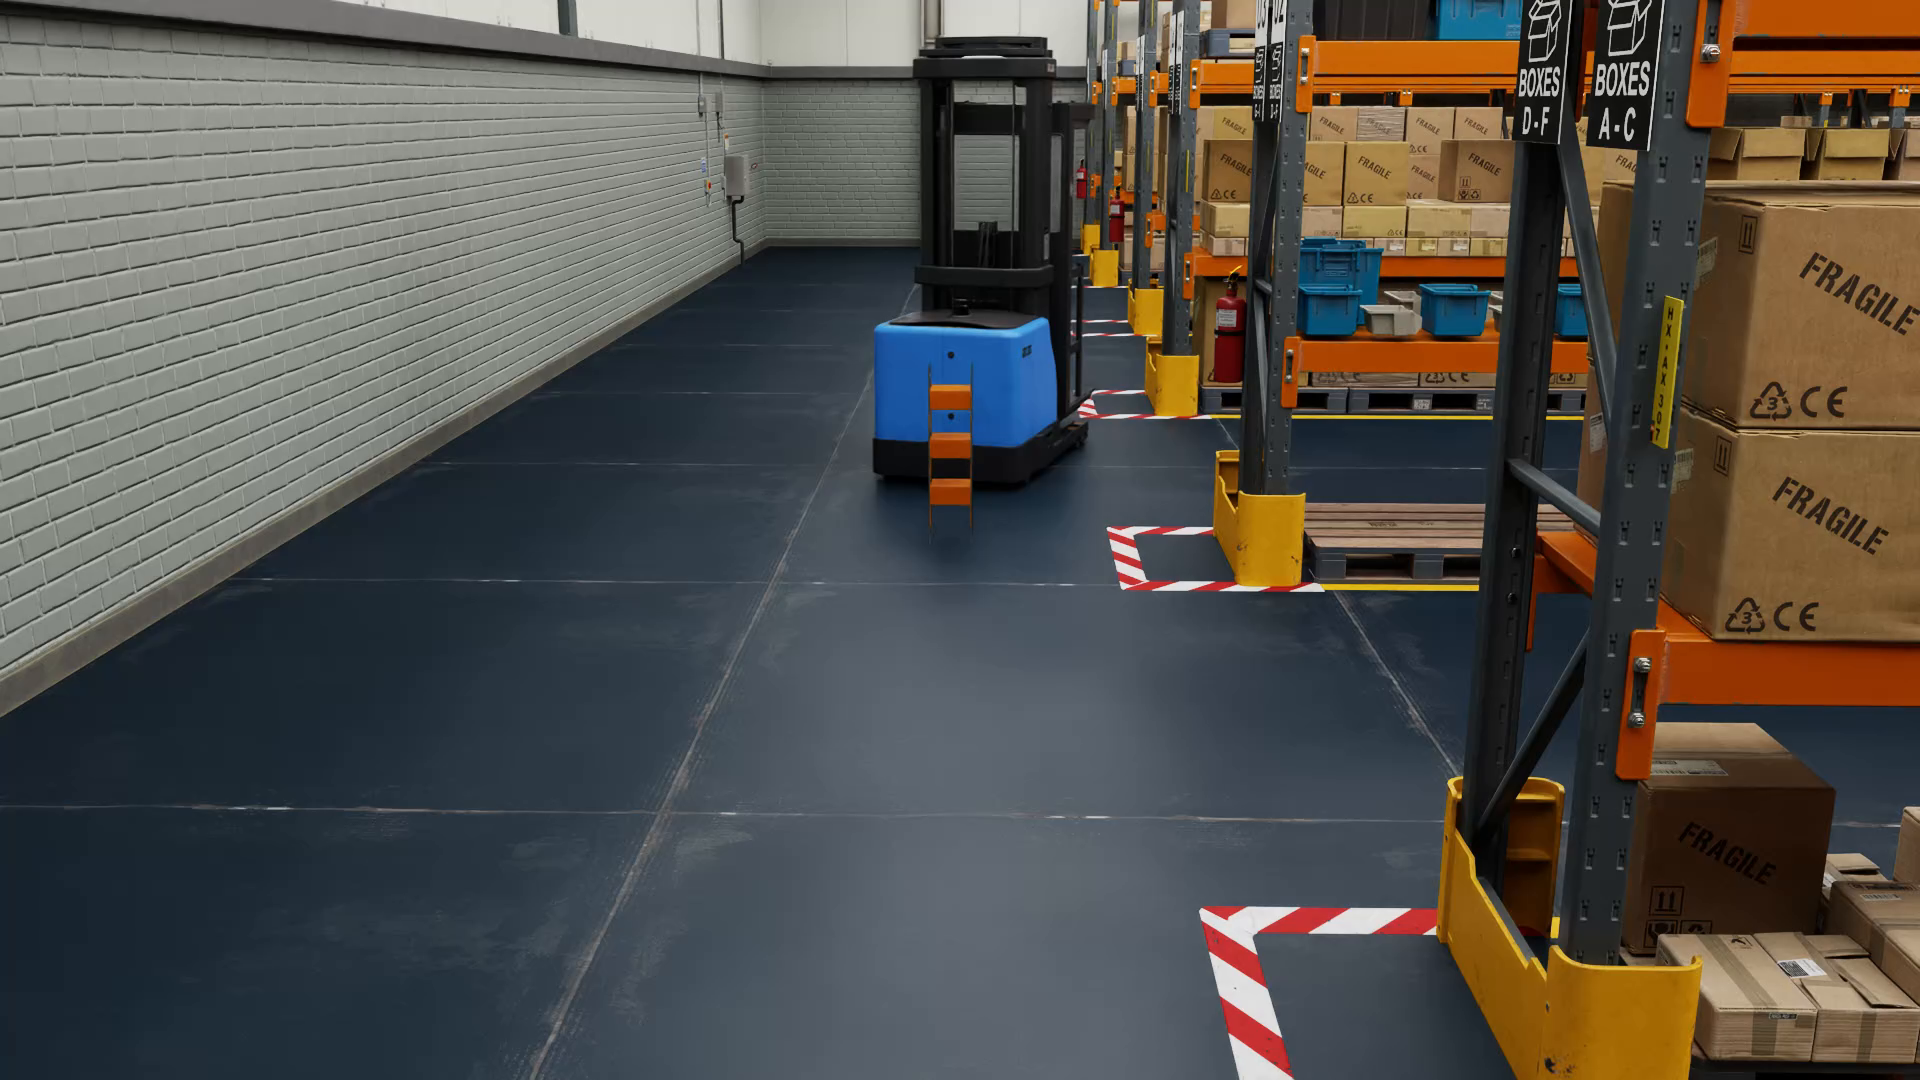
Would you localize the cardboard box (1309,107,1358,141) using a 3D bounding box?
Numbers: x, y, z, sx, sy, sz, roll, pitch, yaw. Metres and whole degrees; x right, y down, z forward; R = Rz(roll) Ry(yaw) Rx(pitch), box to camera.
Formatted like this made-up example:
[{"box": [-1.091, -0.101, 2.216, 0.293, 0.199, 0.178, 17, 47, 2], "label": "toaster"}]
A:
[{"box": [4.028, -4.471, 18.168, 0.500, 0.500, 0.500, 0, 15, 0], "label": "cardboard box"}]

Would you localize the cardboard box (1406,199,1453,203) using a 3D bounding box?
[{"box": [3.853, -2.742, 14.064, 0.500, 0.250, 0.500, 0, 15, 2], "label": "cardboard box"}]

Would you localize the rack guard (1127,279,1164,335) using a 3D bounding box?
[{"box": [2.128, -2.670, 18.981, 0.348, 0.500, 1.175, 0, 15, 1], "label": "rack guard"}]

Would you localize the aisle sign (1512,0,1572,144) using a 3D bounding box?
[{"box": [1.508, -1.425, 4.263, 0.004, 0.787, 0.394, 0, 15, 1], "label": "aisle sign"}]

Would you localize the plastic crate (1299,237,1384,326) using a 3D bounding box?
[{"box": [2.038, -1.444, 9.245, 0.499, 0.435, 0.616, 0, 15, 1], "label": "plastic crate"}]

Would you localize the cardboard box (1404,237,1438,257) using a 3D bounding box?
[{"box": [3.709, -2.398, 13.540, 0.250, 0.149, 0.380, 0, 15, 0], "label": "cardboard box"}]

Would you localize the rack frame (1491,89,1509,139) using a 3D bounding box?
[{"box": [6.051, -3.853, 18.566, 0.127, 3.000, 1.000, 0, 15, 1], "label": "rack frame"}]

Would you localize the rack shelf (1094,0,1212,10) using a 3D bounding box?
[{"box": [4.200, -8.947, 27.527, 4.000, 0.370, 1.077, 0, 15, 1], "label": "rack shelf"}]

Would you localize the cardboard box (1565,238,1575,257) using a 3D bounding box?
[{"box": [4.996, -2.389, 13.509, 0.250, 0.149, 0.380, 0, 15, 0], "label": "cardboard box"}]

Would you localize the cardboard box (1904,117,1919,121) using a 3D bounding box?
[{"box": [12.917, -5.720, 22.766, 0.250, 0.149, 0.380, 0, 15, 0], "label": "cardboard box"}]

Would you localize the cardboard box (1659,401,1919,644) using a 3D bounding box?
[{"box": [2.005, -0.067, 4.019, 0.500, 0.500, 0.500, 1, 15, 3], "label": "cardboard box"}]

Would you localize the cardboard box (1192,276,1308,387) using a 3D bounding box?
[{"box": [2.466, -1.807, 14.152, 0.875, 0.875, 0.875, 0, 15, 1], "label": "cardboard box"}]

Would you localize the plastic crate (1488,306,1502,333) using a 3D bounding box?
[{"box": [2.933, -1.140, 8.682, 0.298, 0.136, 0.250, 0, 15, 1], "label": "plastic crate"}]

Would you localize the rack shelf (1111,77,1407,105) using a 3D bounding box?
[{"box": [4.077, -6.232, 23.111, 4.000, 0.370, 1.077, 0, 15, 1], "label": "rack shelf"}]

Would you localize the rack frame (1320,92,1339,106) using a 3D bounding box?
[{"box": [6.199, -6.382, 28.151, 0.127, 3.000, 1.000, 0, 15, 1], "label": "rack frame"}]

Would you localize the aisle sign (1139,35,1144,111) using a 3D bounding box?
[{"box": [1.972, -5.060, 18.045, 0.004, 0.787, 0.394, 0, 15, 1], "label": "aisle sign"}]

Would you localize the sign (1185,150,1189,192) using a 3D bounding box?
[{"box": [1.804, -2.931, 13.216, 0.005, 0.325, 0.100, 0, 15, 1], "label": "sign"}]

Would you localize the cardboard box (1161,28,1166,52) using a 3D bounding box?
[{"box": [2.519, -5.561, 18.472, 0.500, 0.250, 0.500, 0, 15, 0], "label": "cardboard box"}]

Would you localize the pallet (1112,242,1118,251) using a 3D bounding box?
[{"box": [3.074, -5.054, 28.585, 1.213, 0.211, 1.003, 0, 15, 1], "label": "pallet"}]

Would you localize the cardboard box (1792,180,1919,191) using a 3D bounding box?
[{"box": [2.525, -0.685, 4.400, 0.500, 0.500, 0.500, 1, 15, 3], "label": "cardboard box"}]

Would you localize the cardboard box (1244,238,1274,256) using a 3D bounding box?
[{"box": [2.428, -2.406, 13.572, 0.250, 0.149, 0.380, 0, 15, 1], "label": "cardboard box"}]

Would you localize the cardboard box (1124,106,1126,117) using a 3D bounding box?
[{"box": [2.442, -6.037, 23.413, 0.250, 0.149, 0.380, 1, 15, 2], "label": "cardboard box"}]

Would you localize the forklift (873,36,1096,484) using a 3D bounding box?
[{"box": [0.340, -2.124, 12.144, 1.130, 2.935, 3.031, 5, 15, 17], "label": "forklift"}]

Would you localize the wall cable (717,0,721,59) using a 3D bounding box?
[{"box": [-3.594, -8.200, 23.281, 0.029, 3.000, 2.355, 0, 15, 1], "label": "wall cable"}]

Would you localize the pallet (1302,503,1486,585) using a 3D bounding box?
[{"box": [2.522, 0.011, 9.383, 1.213, 0.211, 1.003, 0, 15, 1], "label": "pallet"}]

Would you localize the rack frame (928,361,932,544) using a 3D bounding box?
[{"box": [-0.175, -0.509, 9.710, 0.008, 1.050, 0.200, 0, 15, 1], "label": "rack frame"}]

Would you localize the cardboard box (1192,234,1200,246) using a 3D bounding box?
[{"box": [3.655, -4.124, 23.791, 0.875, 0.438, 0.875, 1, 15, 3], "label": "cardboard box"}]

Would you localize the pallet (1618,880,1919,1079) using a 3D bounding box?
[{"box": [2.441, 1.265, 4.632, 1.213, 0.211, 1.003, 0, 15, 1], "label": "pallet"}]

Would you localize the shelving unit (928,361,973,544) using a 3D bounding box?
[{"box": [-0.054, -0.508, 9.707, 0.252, 1.050, 0.215, 0, 15, 1], "label": "shelving unit"}]

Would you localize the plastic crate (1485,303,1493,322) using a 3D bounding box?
[{"box": [2.807, -1.289, 9.245, 0.243, 0.136, 0.396, 0, 15, 1], "label": "plastic crate"}]

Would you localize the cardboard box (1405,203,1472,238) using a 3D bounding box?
[{"box": [3.841, -2.607, 13.551, 0.500, 0.250, 0.500, 0, 15, 0], "label": "cardboard box"}]

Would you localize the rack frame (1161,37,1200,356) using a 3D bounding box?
[{"box": [1.825, -2.615, 13.873, 0.127, 3.000, 1.000, 0, 15, 1], "label": "rack frame"}]

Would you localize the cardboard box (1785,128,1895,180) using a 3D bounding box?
[{"box": [7.148, -3.113, 13.597, 0.637, 0.503, 0.797, 1, 15, 2], "label": "cardboard box"}]

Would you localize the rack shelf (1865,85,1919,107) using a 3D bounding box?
[{"box": [12.049, -4.917, 18.126, 4.000, 0.370, 1.077, 0, 15, 1], "label": "rack shelf"}]

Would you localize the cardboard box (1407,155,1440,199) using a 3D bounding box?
[{"box": [5.041, -3.980, 18.268, 0.500, 0.500, 0.500, 0, 15, 0], "label": "cardboard box"}]

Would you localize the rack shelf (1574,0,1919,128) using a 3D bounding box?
[{"box": [3.567, -1.178, 3.957, 4.000, 0.370, 1.077, 0, 15, 1], "label": "rack shelf"}]

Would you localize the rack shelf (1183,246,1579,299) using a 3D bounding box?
[{"box": [3.824, -2.254, 13.915, 4.000, 0.370, 1.077, 0, 15, 1], "label": "rack shelf"}]

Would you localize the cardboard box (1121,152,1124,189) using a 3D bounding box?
[{"box": [2.567, -5.255, 23.683, 0.500, 0.500, 0.500, 0, 15, 2], "label": "cardboard box"}]

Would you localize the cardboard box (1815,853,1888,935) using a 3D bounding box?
[{"box": [2.520, 1.035, 4.730, 0.250, 0.166, 0.380, 0, 15, 1], "label": "cardboard box"}]

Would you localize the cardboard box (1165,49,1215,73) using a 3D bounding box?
[{"box": [2.495, -5.189, 18.043, 0.500, 0.250, 0.500, 1, 15, 3], "label": "cardboard box"}]

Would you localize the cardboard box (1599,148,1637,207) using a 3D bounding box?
[{"box": [5.357, -2.958, 13.412, 0.500, 0.500, 0.500, 1, 15, 3], "label": "cardboard box"}]

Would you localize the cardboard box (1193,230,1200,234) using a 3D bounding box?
[{"box": [4.189, -5.330, 28.240, 0.500, 0.500, 0.500, 1, 15, 2], "label": "cardboard box"}]
